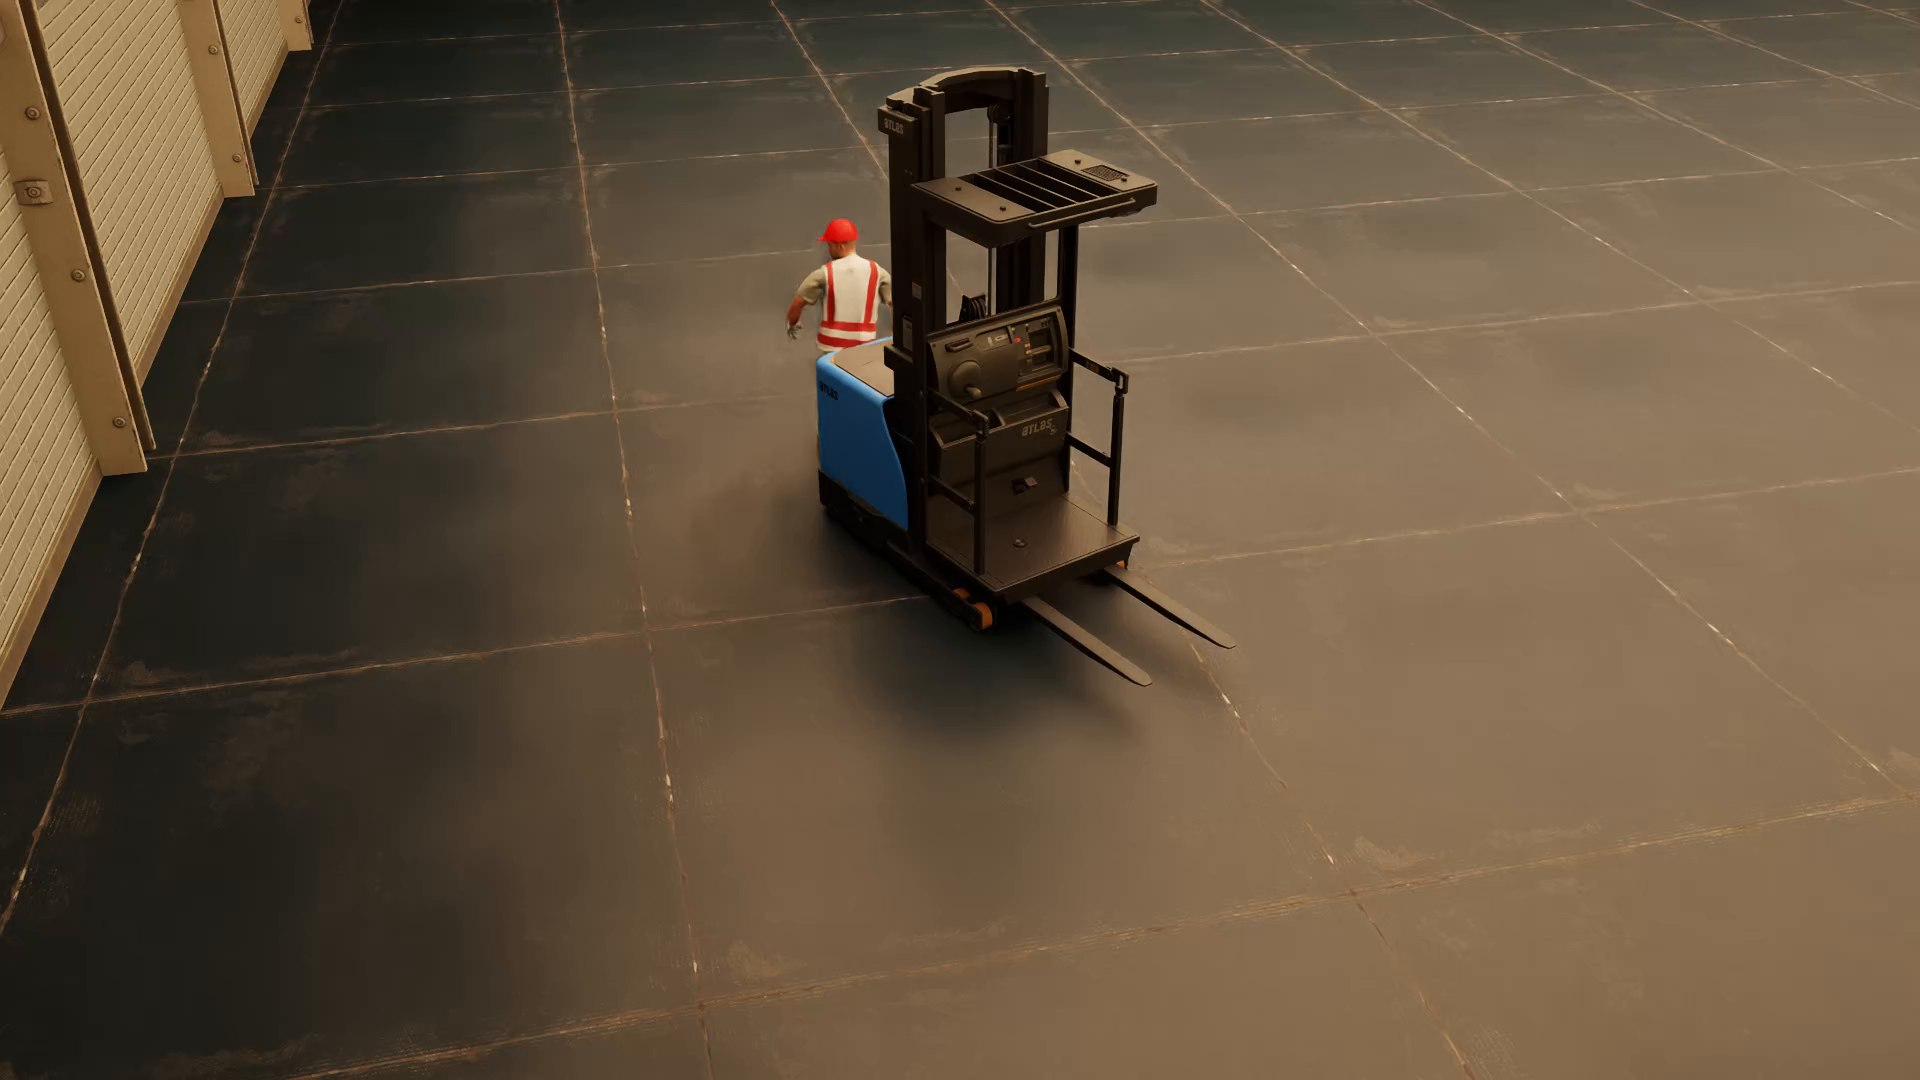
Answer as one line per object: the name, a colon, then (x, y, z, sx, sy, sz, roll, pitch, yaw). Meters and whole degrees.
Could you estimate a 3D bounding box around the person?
person: (-0.696, -1.334, 11.262, 0.991, 1.614, 0.545, 1, 30, 2)

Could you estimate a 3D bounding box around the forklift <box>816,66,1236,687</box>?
forklift: (0.355, -1.021, 9.338, 1.130, 2.935, 3.031, -20, 35, -30)
